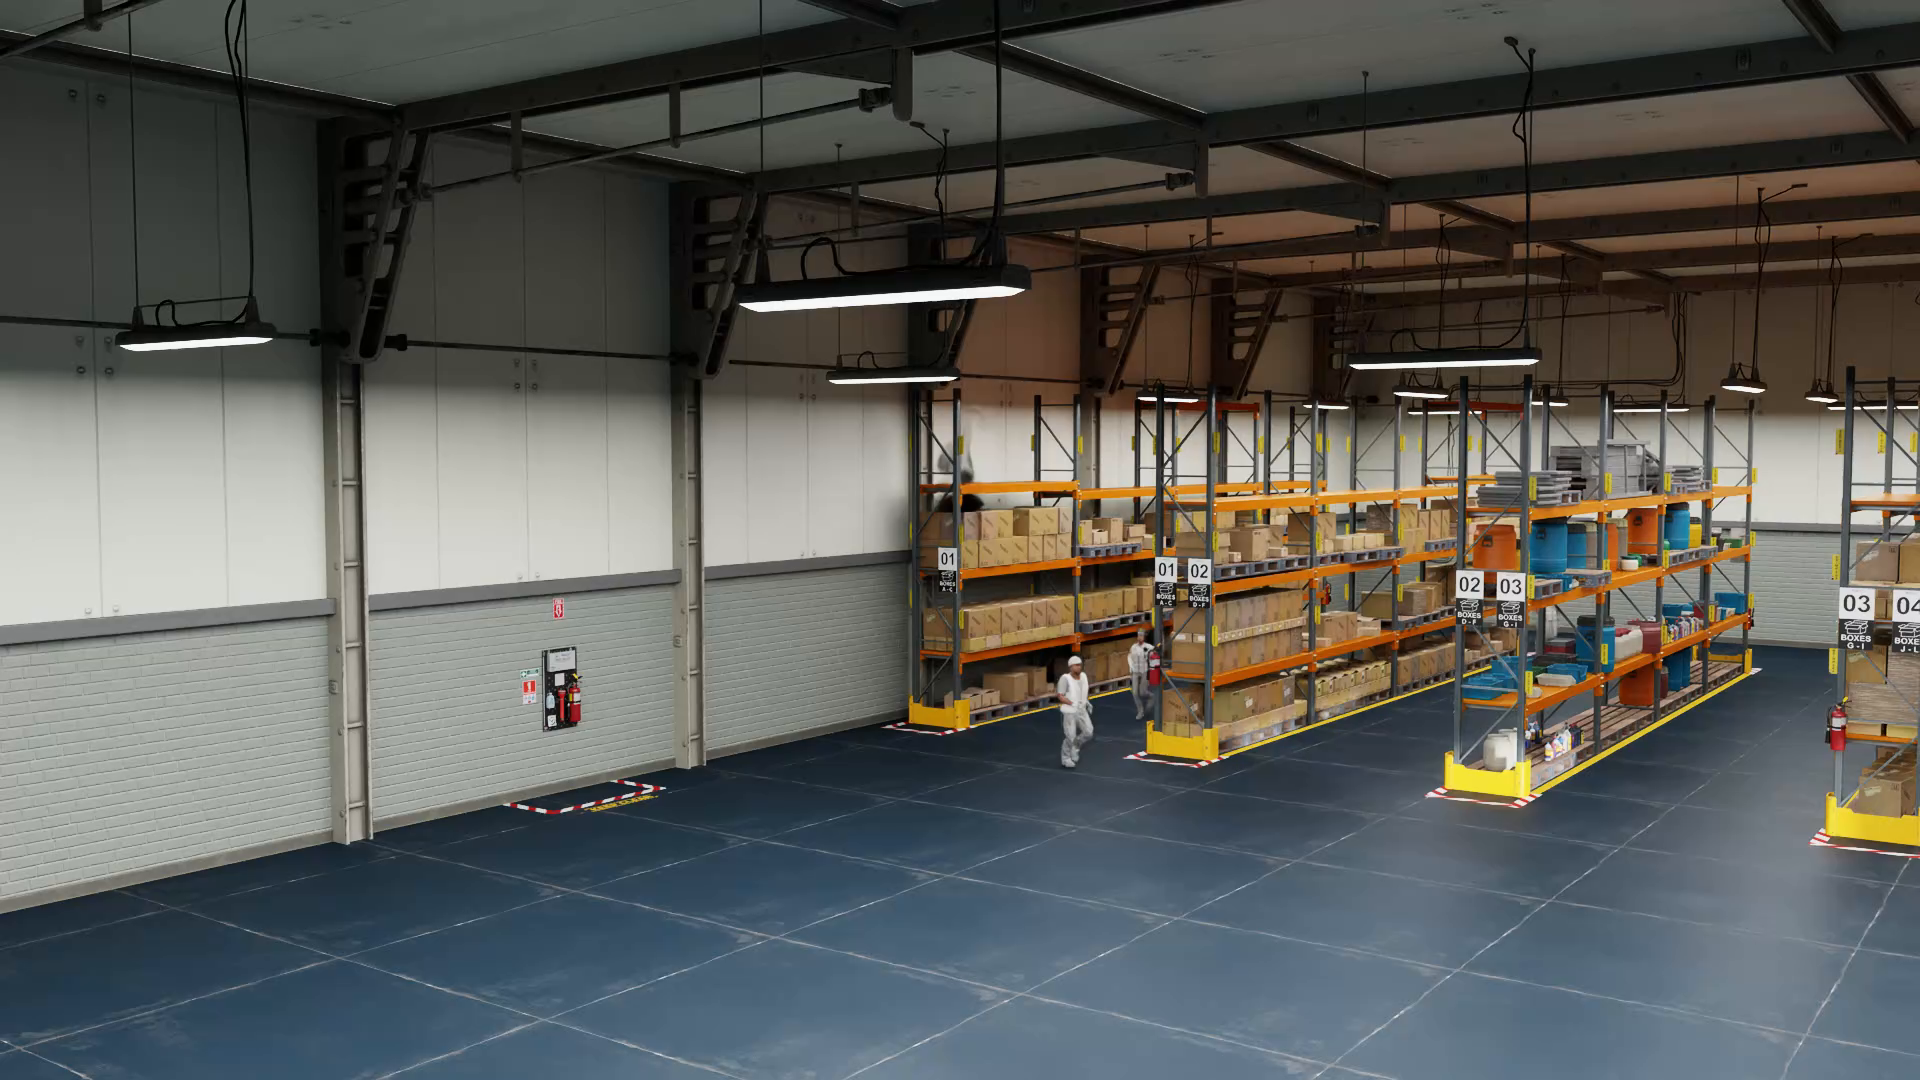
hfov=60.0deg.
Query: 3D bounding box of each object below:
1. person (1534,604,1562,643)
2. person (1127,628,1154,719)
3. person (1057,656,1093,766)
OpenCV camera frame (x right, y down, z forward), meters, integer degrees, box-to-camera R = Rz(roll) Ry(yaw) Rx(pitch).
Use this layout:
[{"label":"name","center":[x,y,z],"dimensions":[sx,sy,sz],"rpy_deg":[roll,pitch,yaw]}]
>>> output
[{"label":"person","center":[14.097,1.877,39.822],"dimensions":[0.669,1.747,0.607],"rpy_deg":[-1,3,-20]},{"label":"person","center":[3.352,2.442,30.612],"dimensions":[0.617,1.662,0.537],"rpy_deg":[2,4,28]},{"label":"person","center":[1.819,2.658,25.741],"dimensions":[0.677,1.731,0.671],"rpy_deg":[-2,4,-32]}]
